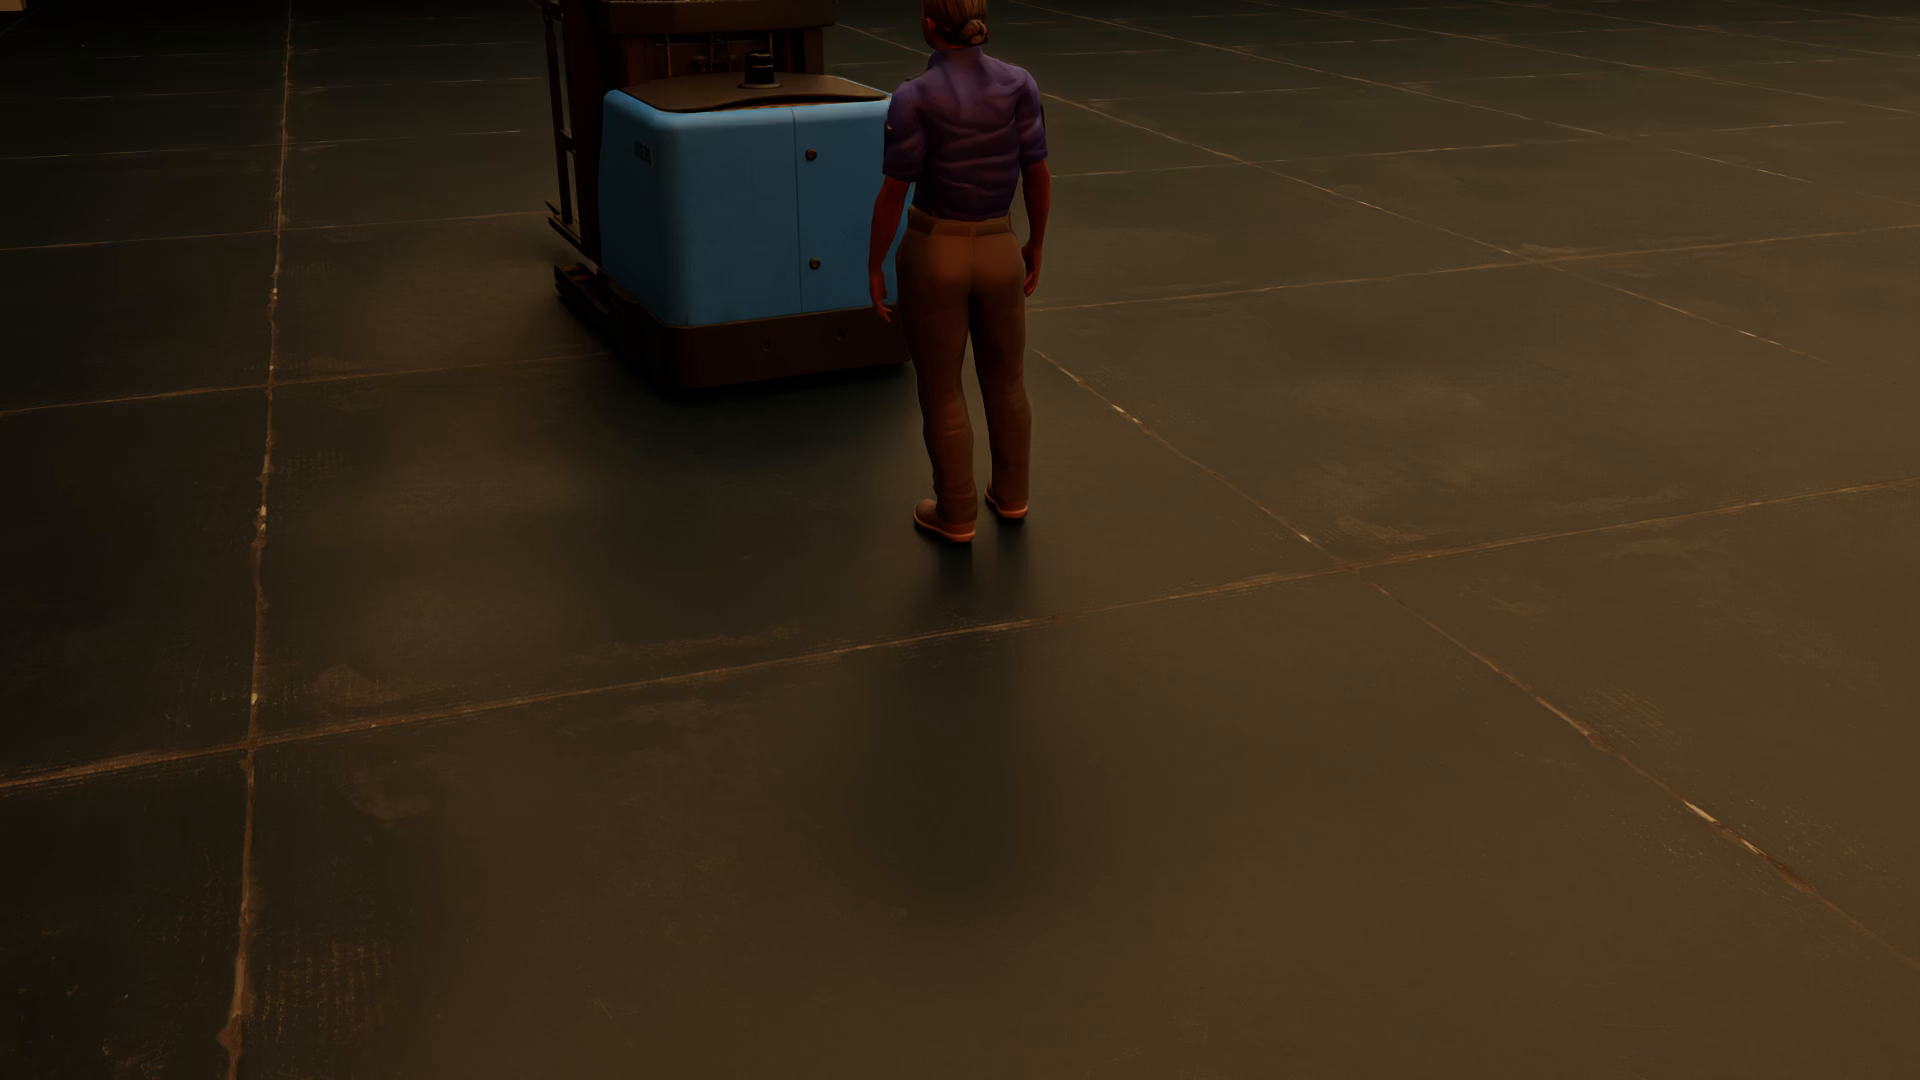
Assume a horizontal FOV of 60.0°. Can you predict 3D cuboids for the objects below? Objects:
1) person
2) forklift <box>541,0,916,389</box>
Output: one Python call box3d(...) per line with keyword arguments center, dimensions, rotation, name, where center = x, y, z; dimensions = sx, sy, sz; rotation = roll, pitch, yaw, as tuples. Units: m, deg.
box3d(center=(-0.011, -0.804, 4.838), dimensions=(0.569, 1.656, 0.503), rotation=(-8, 24, -18), name="person")
box3d(center=(-1.230, -2.453, 7.132), dimensions=(1.130, 2.935, 3.031), rotation=(-10, 25, -23), name="forklift")
